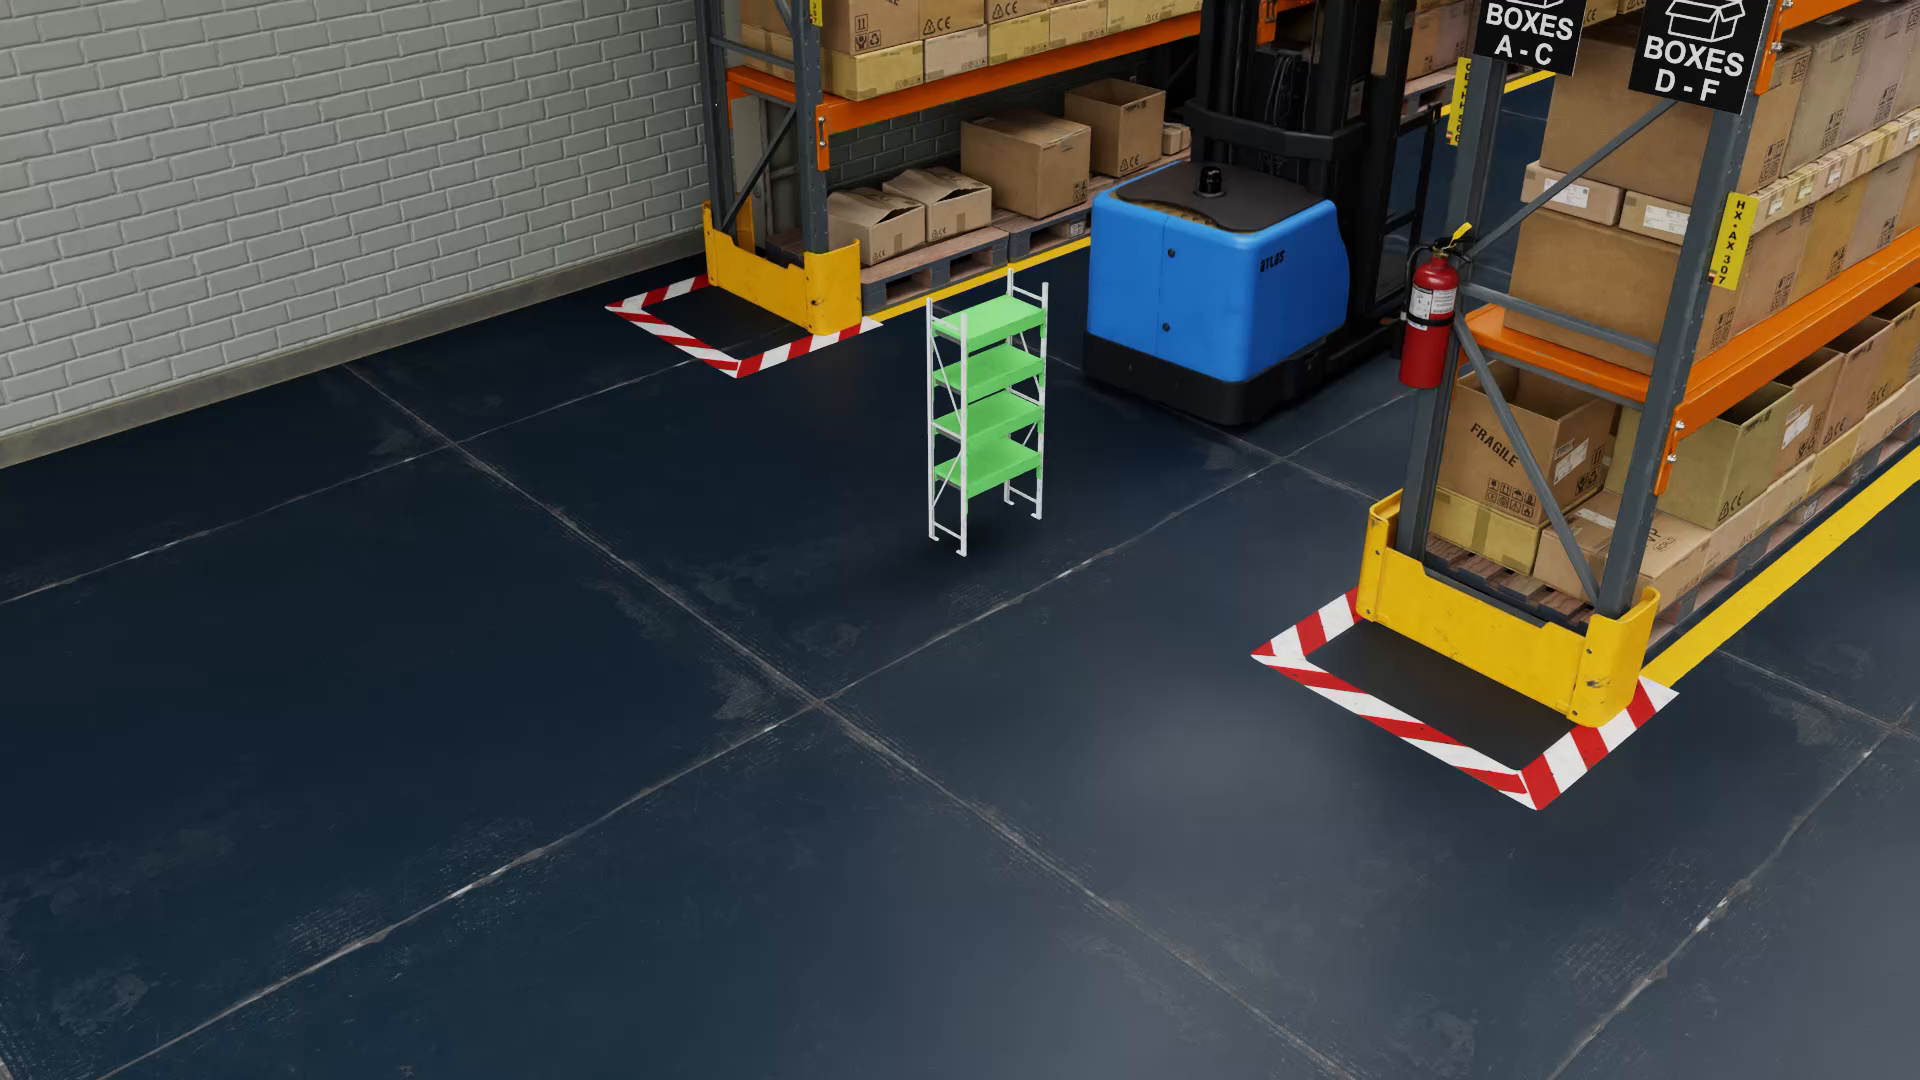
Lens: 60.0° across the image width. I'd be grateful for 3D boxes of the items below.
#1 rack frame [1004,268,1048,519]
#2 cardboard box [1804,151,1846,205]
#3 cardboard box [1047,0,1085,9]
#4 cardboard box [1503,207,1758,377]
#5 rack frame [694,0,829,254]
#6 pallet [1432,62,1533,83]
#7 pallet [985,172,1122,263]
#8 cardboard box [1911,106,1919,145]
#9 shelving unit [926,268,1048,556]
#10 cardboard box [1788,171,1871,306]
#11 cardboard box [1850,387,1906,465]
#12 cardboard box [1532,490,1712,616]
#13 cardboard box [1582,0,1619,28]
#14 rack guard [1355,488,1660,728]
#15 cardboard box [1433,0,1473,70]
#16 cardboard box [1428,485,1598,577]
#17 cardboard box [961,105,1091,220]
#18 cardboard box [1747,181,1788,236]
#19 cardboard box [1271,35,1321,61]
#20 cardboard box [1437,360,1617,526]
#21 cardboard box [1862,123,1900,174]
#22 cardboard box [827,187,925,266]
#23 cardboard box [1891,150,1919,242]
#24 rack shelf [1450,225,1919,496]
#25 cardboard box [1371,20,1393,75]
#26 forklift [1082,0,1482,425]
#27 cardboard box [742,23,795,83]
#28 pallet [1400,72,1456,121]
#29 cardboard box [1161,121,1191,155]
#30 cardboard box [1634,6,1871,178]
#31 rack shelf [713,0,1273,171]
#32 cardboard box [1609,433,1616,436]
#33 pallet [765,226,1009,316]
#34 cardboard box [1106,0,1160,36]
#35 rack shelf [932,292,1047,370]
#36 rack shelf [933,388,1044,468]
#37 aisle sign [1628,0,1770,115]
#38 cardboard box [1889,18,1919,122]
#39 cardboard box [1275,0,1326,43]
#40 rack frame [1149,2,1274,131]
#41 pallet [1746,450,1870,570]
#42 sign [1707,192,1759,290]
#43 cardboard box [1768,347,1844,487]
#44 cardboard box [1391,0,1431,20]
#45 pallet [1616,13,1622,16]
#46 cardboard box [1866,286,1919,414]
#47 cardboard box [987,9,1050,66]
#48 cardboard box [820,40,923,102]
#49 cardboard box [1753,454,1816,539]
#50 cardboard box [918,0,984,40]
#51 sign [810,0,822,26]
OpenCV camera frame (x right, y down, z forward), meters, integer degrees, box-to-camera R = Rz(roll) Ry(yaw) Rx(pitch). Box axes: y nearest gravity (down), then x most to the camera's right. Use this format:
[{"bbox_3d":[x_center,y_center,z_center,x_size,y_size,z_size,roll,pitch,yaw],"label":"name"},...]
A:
[{"bbox_3d":[0.300,-0.657,7.675,0.015,1.200,0.240,-26,40,-35],"label":"rack frame"},{"bbox_3d":[3.233,-1.467,6.557,0.250,0.149,0.380,-27,40,-36],"label":"cardboard box"},{"bbox_3d":[0.543,-3.572,10.123,0.500,0.500,0.500,-24,39,-34],"label":"cardboard box"},{"bbox_3d":[2.588,-1.023,6.452,0.500,0.500,0.700,-26,40,-35],"label":"cardboard box"},{"bbox_3d":[-1.134,-2.714,9.312,0.127,3.000,1.000,-26,40,-35],"label":"rack frame"},{"bbox_3d":[4.158,-4.085,14.228,1.213,0.211,1.003,-26,40,-35],"label":"pallet"},{"bbox_3d":[0.436,-2.256,11.237,1.213,0.211,1.003,-26,40,-35],"label":"pallet"},{"bbox_3d":[3.992,-1.835,7.157,0.250,0.149,0.380,-24,39,-34],"label":"cardboard box"},{"bbox_3d":[0.121,-0.571,7.533,0.503,1.200,0.258,-26,40,-35],"label":"shelving unit"},{"bbox_3d":[3.338,-1.385,7.044,0.500,0.500,0.700,-26,40,-35],"label":"cardboard box"},{"bbox_3d":[4.249,-0.640,8.155,0.500,0.250,0.500,-26,40,-35],"label":"cardboard box"},{"bbox_3d":[2.782,0.069,6.995,0.500,0.250,0.500,-26,40,-35],"label":"cardboard box"},{"bbox_3d":[5.361,-5.024,14.749,0.750,0.750,0.750,-26,40,-36],"label":"cardboard box"},{"bbox_3d":[2.219,0.255,6.854,0.348,0.500,1.175,-26,40,-35],"label":"rack guard"},{"bbox_3d":[3.783,-4.259,13.814,0.500,0.500,0.700,-26,40,-36],"label":"cardboard box"},{"bbox_3d":[2.429,-0.129,7.319,0.500,0.250,0.500,-26,40,-35],"label":"cardboard box"},{"bbox_3d":[0.425,-2.489,10.920,0.700,0.500,0.500,26,40,36],"label":"cardboard box"},{"bbox_3d":[2.863,-1.291,6.268,0.250,0.149,0.380,-27,41,-37],"label":"cardboard box"},{"bbox_3d":[2.328,-3.521,12.607,0.500,0.500,0.700,-24,39,-34],"label":"cardboard box"},{"bbox_3d":[2.428,-0.450,7.125,0.500,0.500,0.500,-26,40,-35],"label":"cardboard box"},{"bbox_3d":[3.614,-1.654,6.862,0.250,0.149,0.380,-26,40,-36],"label":"cardboard box"},{"bbox_3d":[-0.565,-1.965,10.244,0.500,0.311,0.500,24,39,34],"label":"cardboard box"},{"bbox_3d":[4.096,-1.756,7.650,0.500,0.500,0.700,-25,39,-35],"label":"cardboard box"},{"bbox_3d":[3.704,-1.222,7.563,4.000,0.370,1.077,-26,40,-35],"label":"rack shelf"},{"bbox_3d":[3.074,-3.889,13.209,0.500,0.500,0.700,-25,40,-35],"label":"cardboard box"},{"bbox_3d":[2.032,-2.527,9.073,1.130,2.935,3.031,25,39,35],"label":"forklift"},{"bbox_3d":[-0.923,-2.898,9.739,0.500,0.250,0.500,-25,39,-35],"label":"cardboard box"},{"bbox_3d":[3.264,-3.654,13.524,1.213,0.211,1.003,-26,40,-35],"label":"pallet"},{"bbox_3d":[1.427,-2.910,11.928,0.380,0.166,0.250,23,38,33],"label":"cardboard box"},{"bbox_3d":[3.009,-1.784,6.453,0.500,0.500,0.700,-27,41,-37],"label":"cardboard box"},{"bbox_3d":[0.333,-3.116,10.660,4.000,0.370,1.077,-26,40,-35],"label":"rack shelf"},{"bbox_3d":[3.153,-0.489,7.908,0.500,0.250,0.500,-26,40,-35],"label":"cardboard box"},{"bbox_3d":[-0.458,-1.826,10.533,1.213,0.211,1.003,-26,40,-35],"label":"pallet"},{"bbox_3d":[0.929,-3.435,10.617,0.500,0.250,0.500,-26,40,-36],"label":"cardboard box"},{"bbox_3d":[0.121,-0.926,7.316,0.480,0.148,0.258,-26,40,-35],"label":"rack shelf"},{"bbox_3d":[0.121,-0.516,7.566,0.480,0.148,0.258,-26,40,-35],"label":"rack shelf"},{"bbox_3d":[2.397,-1.789,5.308,0.004,0.787,0.394,-26,40,-35],"label":"aisle sign"},{"bbox_3d":[3.745,-2.141,7.037,0.500,0.500,0.700,-26,40,-35],"label":"cardboard box"},{"bbox_3d":[2.648,-3.999,12.669,0.500,0.250,0.500,-27,40,-36],"label":"cardboard box"},{"bbox_3d":[1.799,-4.132,11.633,0.127,3.000,1.000,-26,40,-35],"label":"rack frame"},{"bbox_3d":[3.664,-0.348,8.117,1.213,0.211,1.003,-26,40,-35],"label":"pallet"},{"bbox_3d":[2.610,-1.009,5.618,0.005,0.325,0.100,-26,40,-35],"label":"sign"},{"bbox_3d":[3.505,-0.611,7.389,0.500,0.500,0.500,-26,40,-35],"label":"cardboard box"},{"bbox_3d":[3.406,-4.355,13.252,0.500,0.250,0.500,-26,40,-36],"label":"cardboard box"},{"bbox_3d":[6.256,-5.043,15.795,1.213,0.211,1.003,-26,40,-35],"label":"pallet"},{"bbox_3d":[4.240,-0.965,7.967,0.500,0.500,0.500,-26,40,-35],"label":"cardboard box"},{"bbox_3d":[0.189,-3.078,10.033,0.500,0.250,0.500,-27,40,-36],"label":"cardboard box"},{"bbox_3d":[-0.560,-2.710,9.431,0.500,0.250,0.500,-27,41,-37],"label":"cardboard box"},{"bbox_3d":[3.513,-0.287,7.577,0.500,0.250,0.500,-26,40,-35],"label":"cardboard box"},{"bbox_3d":[-0.210,-3.204,9.520,0.500,0.500,0.500,-26,40,-35],"label":"cardboard box"},{"bbox_3d":[-0.765,-2.875,8.747,0.005,0.325,0.100,-26,40,-35],"label":"sign"}]
